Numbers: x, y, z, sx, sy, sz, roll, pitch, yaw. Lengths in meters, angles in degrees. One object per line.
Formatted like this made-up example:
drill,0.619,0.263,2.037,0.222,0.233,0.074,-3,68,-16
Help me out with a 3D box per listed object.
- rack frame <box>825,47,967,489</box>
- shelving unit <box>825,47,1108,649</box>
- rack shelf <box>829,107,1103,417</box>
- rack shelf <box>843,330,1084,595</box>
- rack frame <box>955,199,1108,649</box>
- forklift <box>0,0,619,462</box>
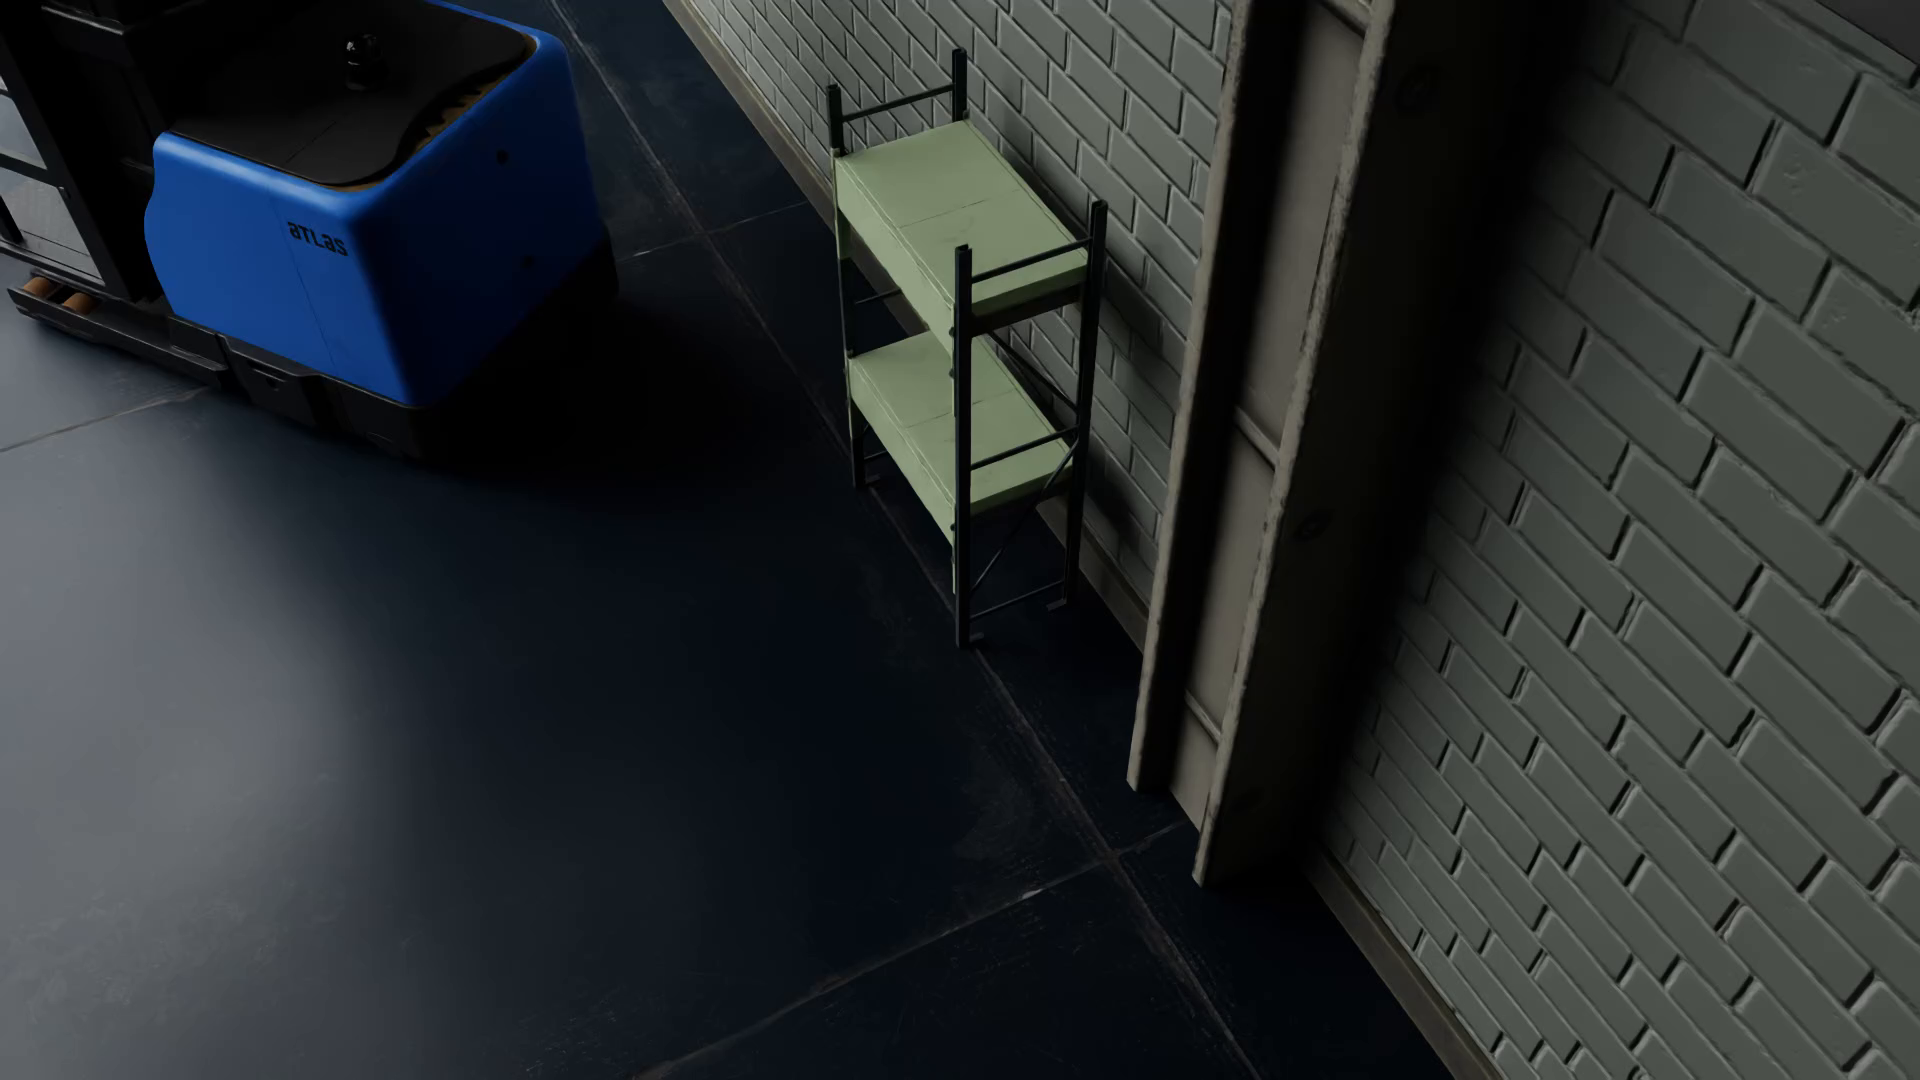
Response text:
rack frame,-0.164,-0.734,4.896,0.400,1.500,0.023,-21,52,-18
shelving unit,0.003,-0.489,4.682,0.431,1.500,0.755,-21,52,-18
rack shelf,0.003,-0.746,4.388,0.431,0.370,0.720,-21,52,-18
rack shelf,0.003,-0.275,4.927,0.431,0.370,0.720,-21,52,-18
rack frame,0.171,-0.244,4.467,0.400,1.500,0.023,-21,52,-18
forklift,-2.771,-2.002,5.053,3.031,2.935,1.130,21,52,17
